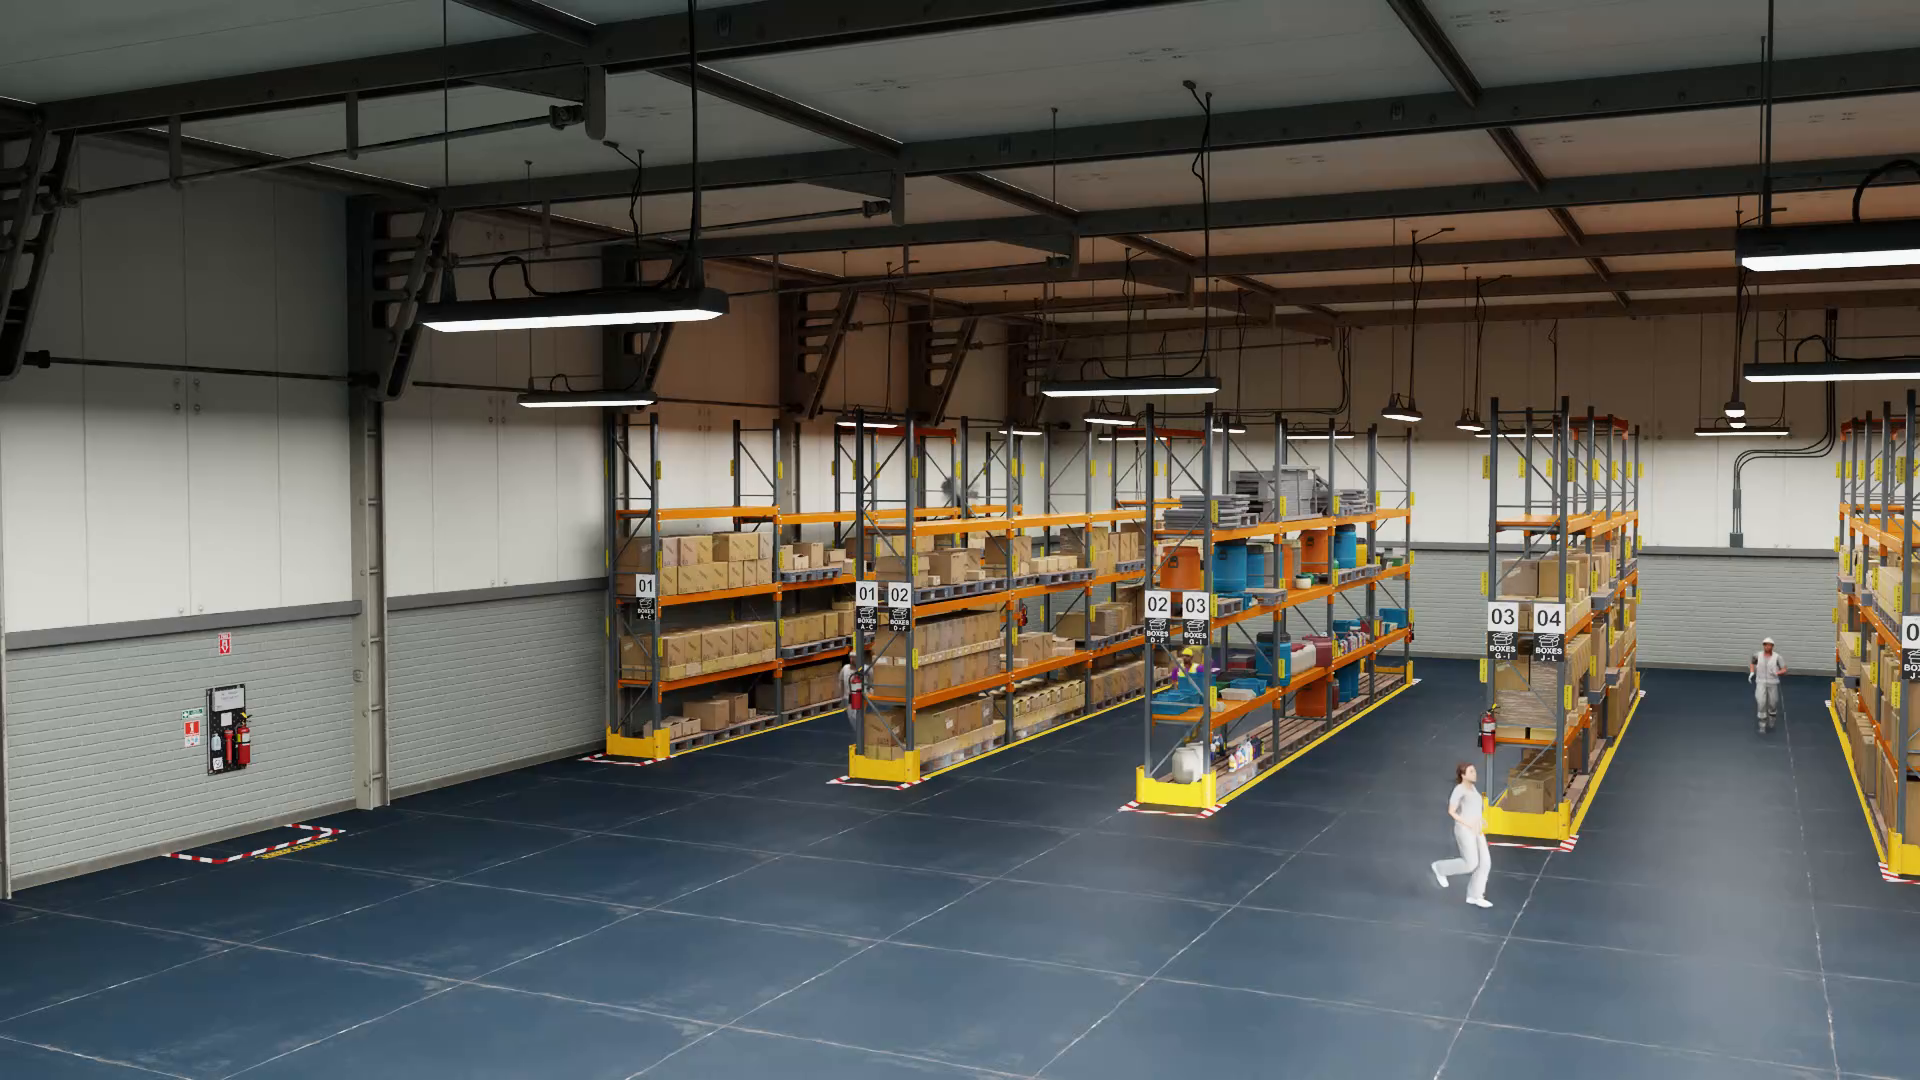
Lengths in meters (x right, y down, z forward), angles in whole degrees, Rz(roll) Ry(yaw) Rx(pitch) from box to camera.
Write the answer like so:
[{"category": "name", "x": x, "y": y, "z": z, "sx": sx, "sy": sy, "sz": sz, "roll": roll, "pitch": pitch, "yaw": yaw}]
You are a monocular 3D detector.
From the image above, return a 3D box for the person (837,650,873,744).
[{"category": "person", "x": -1.885, "y": 2.874, "z": 29.722, "sx": 0.659, "sy": 1.829, "sz": 0.759, "roll": 1, "pitch": 3, "yaw": 23}]

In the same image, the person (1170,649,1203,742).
[{"category": "person", "x": 4.157, "y": 2.854, "z": 30.448, "sx": 0.691, "sy": 1.724, "sz": 0.586, "roll": 1, "pitch": 3, "yaw": 28}]

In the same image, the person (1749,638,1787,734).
[{"category": "person", "x": 15.397, "y": 2.758, "z": 31.711, "sx": 0.665, "sy": 1.796, "sz": 0.885, "roll": 1, "pitch": 3, "yaw": 31}]

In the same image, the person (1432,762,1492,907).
[{"category": "person", "x": 5.841, "y": 3.379, "z": 19.244, "sx": 0.565, "sy": 1.641, "sz": 0.731, "roll": -2, "pitch": 3, "yaw": -43}]
